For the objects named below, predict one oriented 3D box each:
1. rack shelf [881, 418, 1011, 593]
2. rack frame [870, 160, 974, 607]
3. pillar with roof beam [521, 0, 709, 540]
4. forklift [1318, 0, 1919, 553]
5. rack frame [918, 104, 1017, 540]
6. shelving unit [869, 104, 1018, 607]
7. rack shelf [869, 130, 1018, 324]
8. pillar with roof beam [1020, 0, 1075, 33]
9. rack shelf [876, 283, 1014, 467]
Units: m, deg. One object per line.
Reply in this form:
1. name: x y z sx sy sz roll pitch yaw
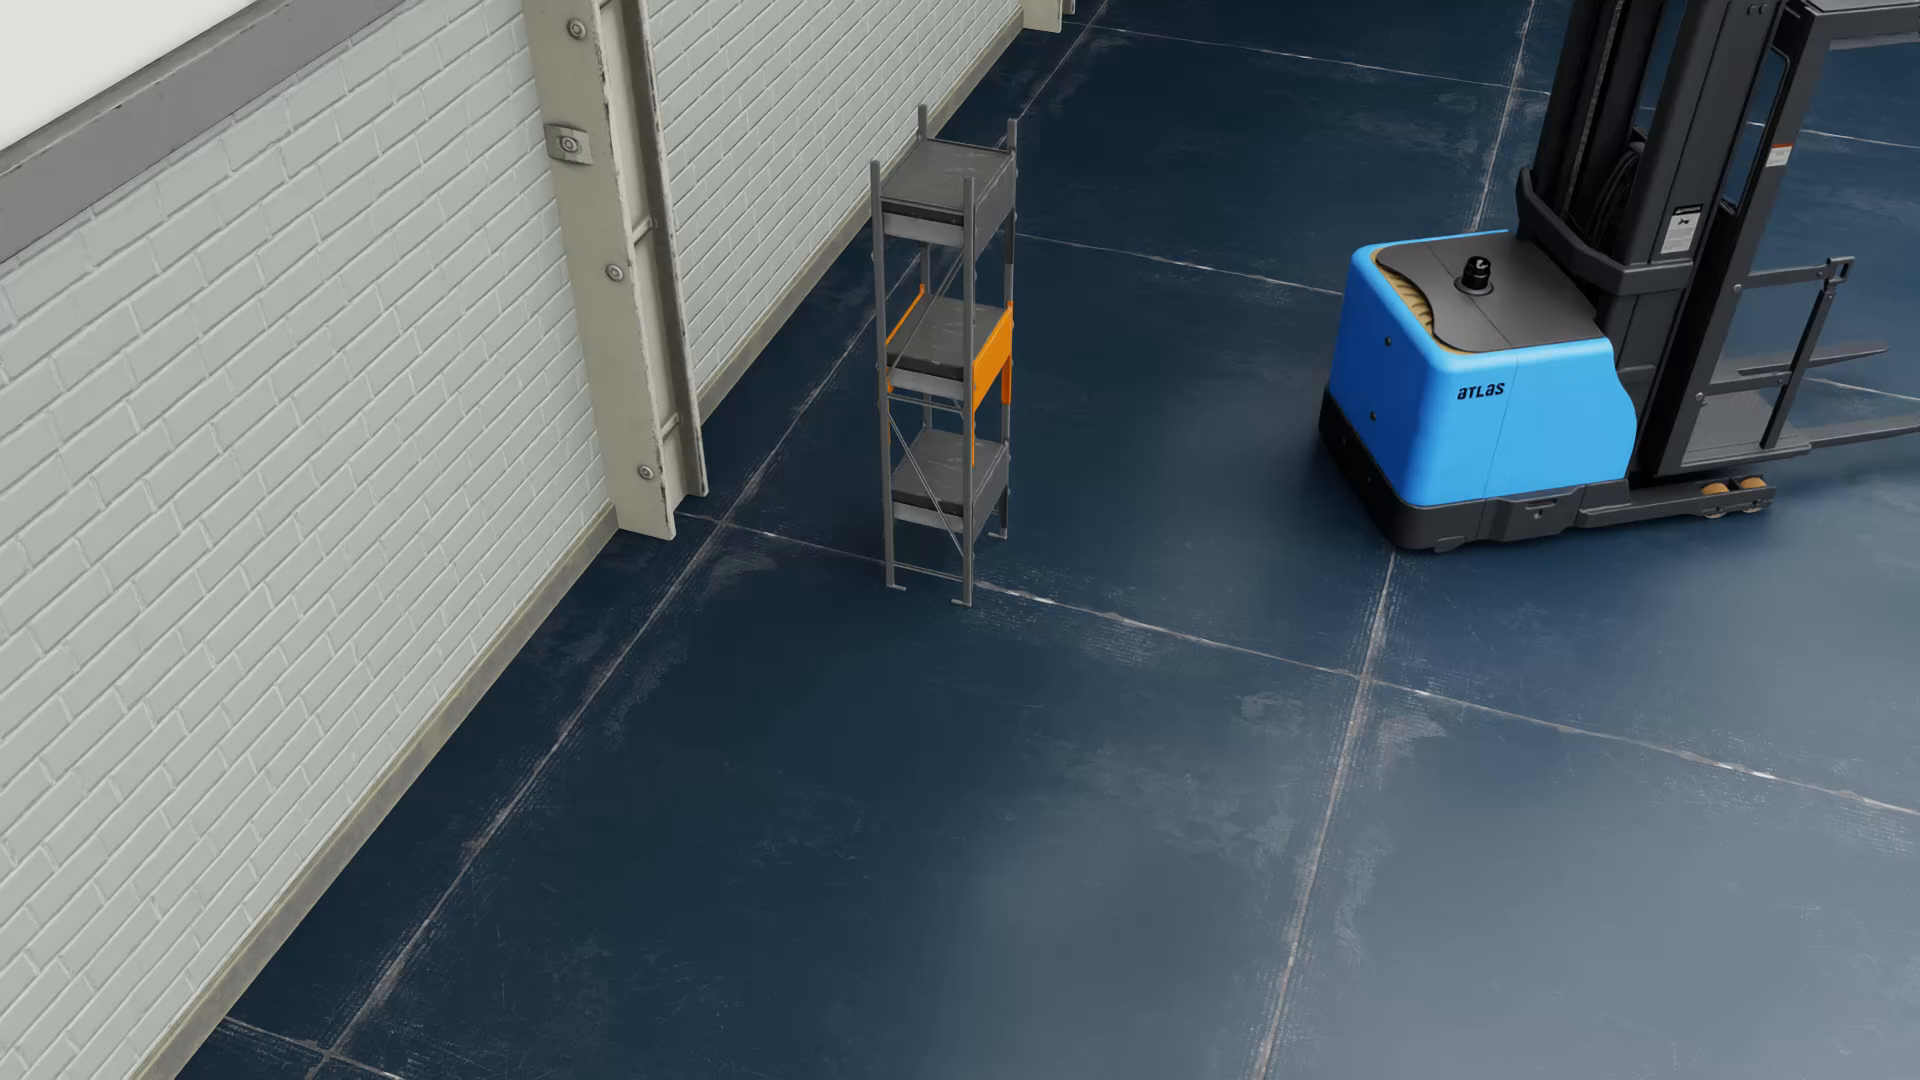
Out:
1. rack shelf: -0.057 -0.155 7.367 0.431 0.518 0.480 13 42 15
2. rack frame: -0.140 -0.549 6.729 0.400 2.100 0.015 13 42 15
3. pillar with roof beam: 2.630 -2.620 3.841 9.100 9.000 0.400 13 42 15
4. forklift: 3.349 -1.545 7.257 3.031 2.935 1.130 -8 41 -9
5. rack frame: 0.027 -0.847 7.078 0.400 2.100 0.015 13 42 15
6. shelving unit: -0.057 -0.698 6.904 0.431 2.100 0.503 13 42 15
7. rack shelf: -0.057 -1.220 6.458 0.431 0.518 0.480 13 42 15
8. pillar with roof beam: 4.682 -6.279 8.131 9.100 9.000 0.400 13 42 15
9. rack shelf: -0.057 -0.687 6.913 0.431 0.518 0.480 13 42 15
